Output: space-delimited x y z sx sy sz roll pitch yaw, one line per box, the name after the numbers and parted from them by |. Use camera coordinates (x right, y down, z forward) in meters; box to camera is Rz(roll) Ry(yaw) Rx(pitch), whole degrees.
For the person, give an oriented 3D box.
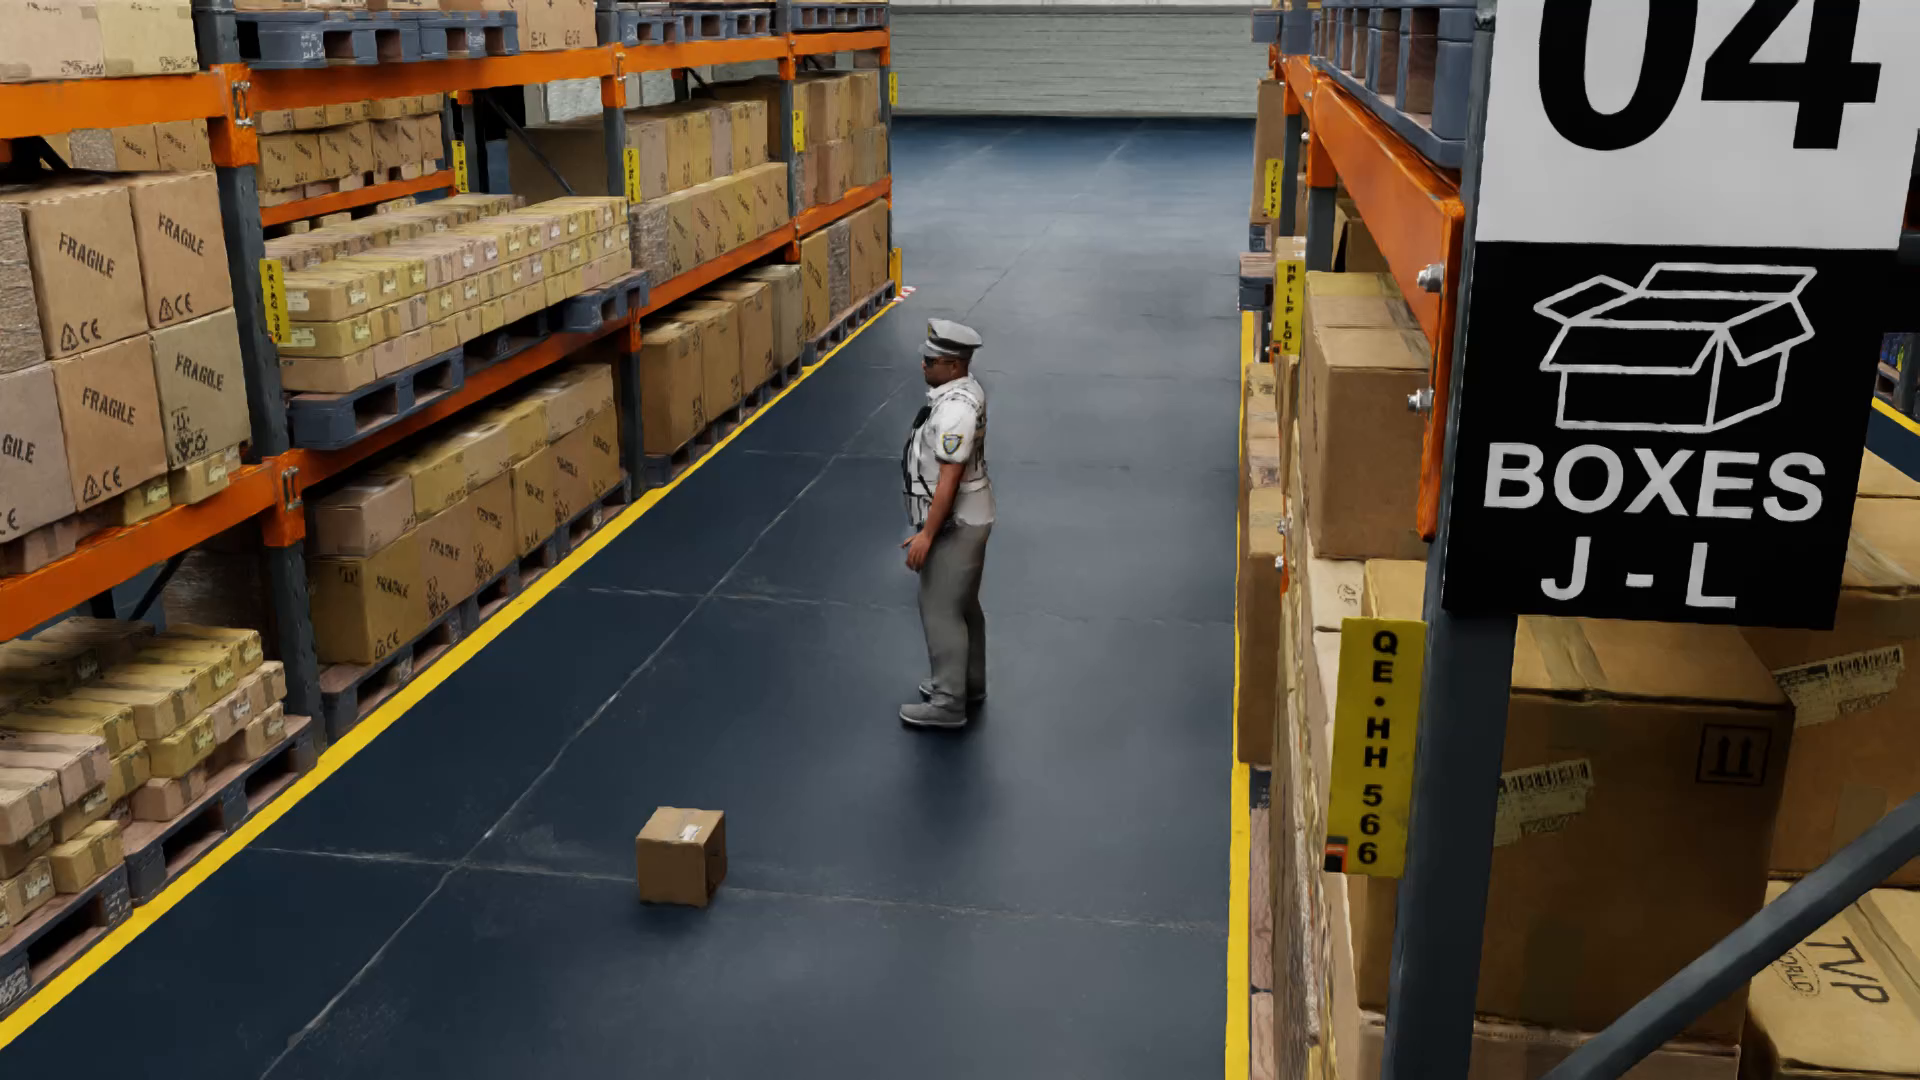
-0.052 -0.070 7.174 0.419 1.770 0.577 2 18 5 | person
